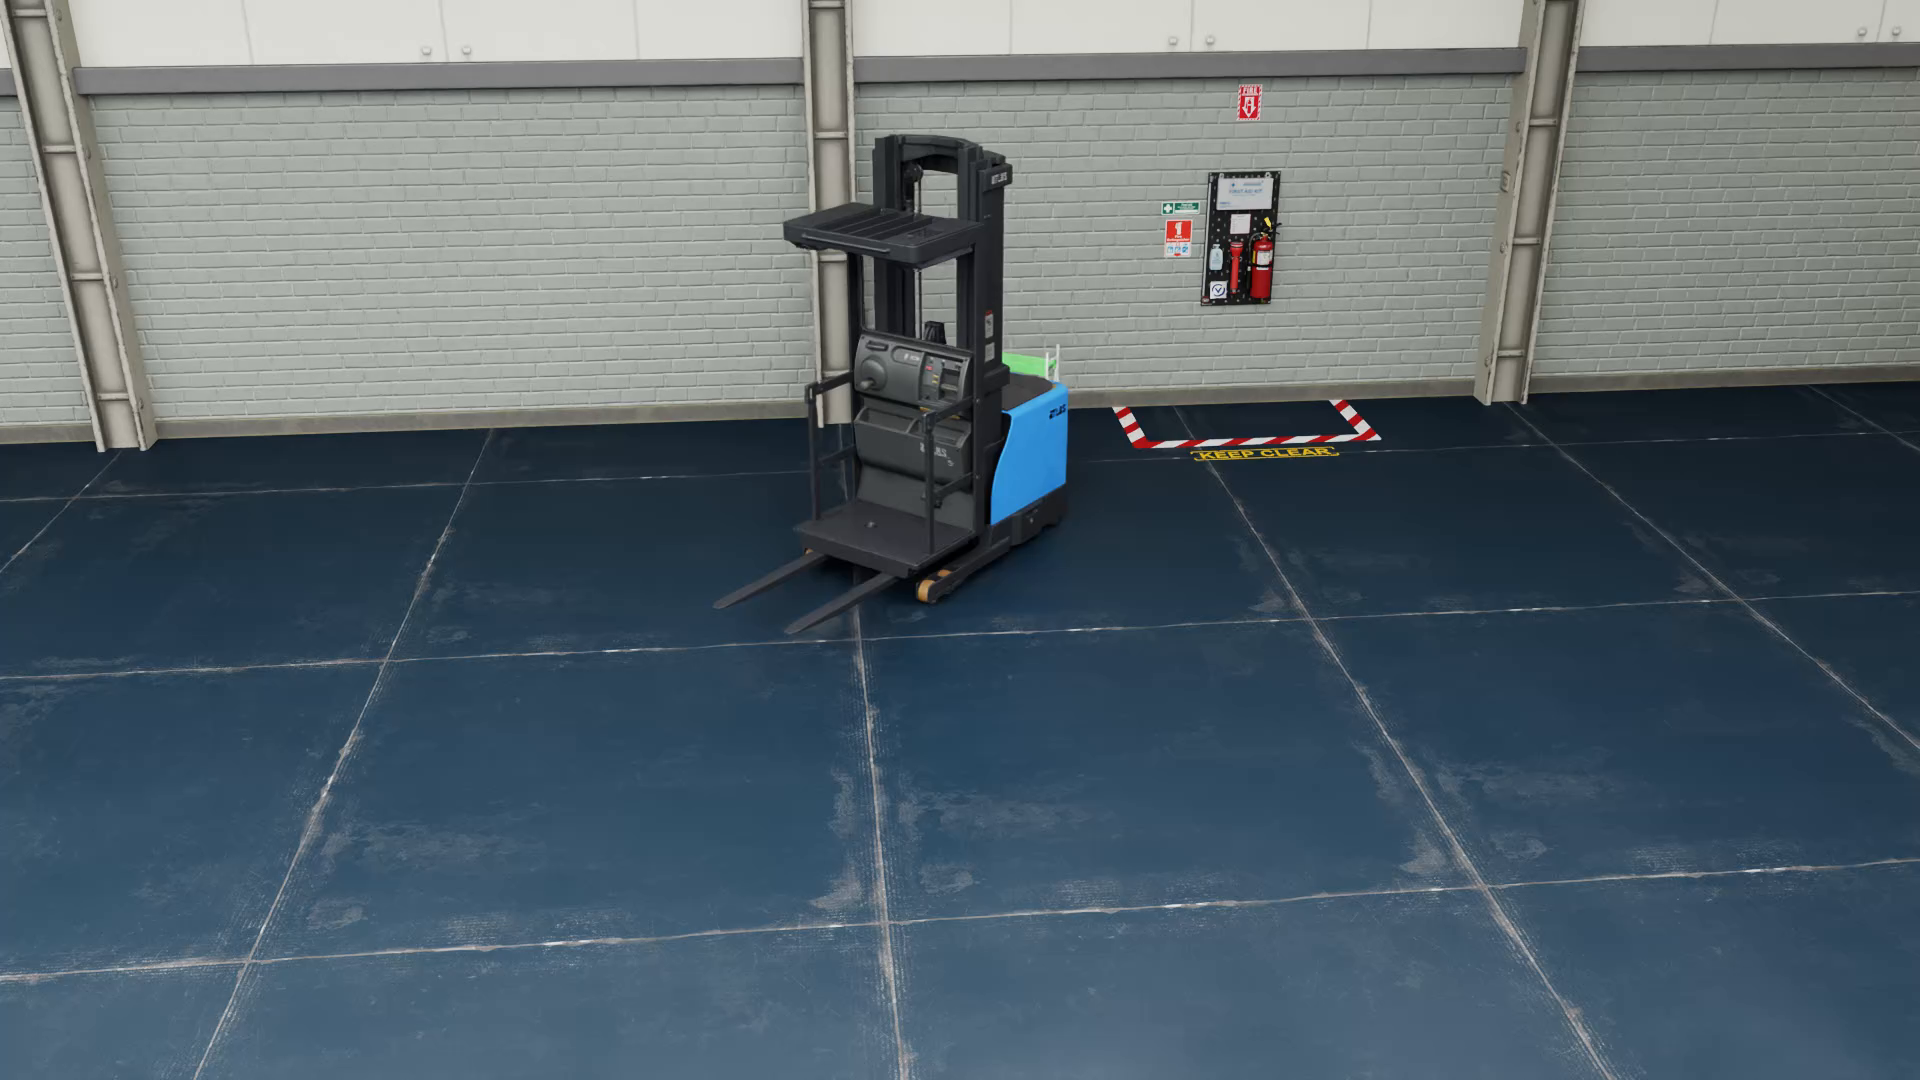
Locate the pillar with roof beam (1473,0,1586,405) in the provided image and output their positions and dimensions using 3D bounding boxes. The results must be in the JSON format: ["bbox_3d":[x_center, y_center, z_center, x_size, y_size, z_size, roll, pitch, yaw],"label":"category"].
[{"bbox_3d":[5.334,-3.657,9.399,0.400,9.000,9.100,-2,24,-5],"label":"pillar with roof beam"}]

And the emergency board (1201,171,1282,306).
[{"bbox_3d":[2.448,-2.573,14.345,0.643,1.169,0.194,-2,24,-5],"label":"emergency board"}]

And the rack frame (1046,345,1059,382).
[{"bbox_3d":[0.692,-0.887,12.761,0.015,1.200,0.240,10,25,22],"label":"rack frame"}]

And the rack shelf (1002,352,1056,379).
[{"bbox_3d":[0.475,-1.312,12.693,0.480,0.148,0.258,10,25,22],"label":"rack shelf"}]

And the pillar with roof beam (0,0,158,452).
[{"bbox_3d":[-6.608,-3.178,8.321,0.400,9.000,9.100,-2,24,-5],"label":"pillar with roof beam"}]

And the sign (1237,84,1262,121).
[{"bbox_3d":[2.430,-3.672,13.964,0.199,0.298,0.001,-2,24,-5],"label":"sign"}]

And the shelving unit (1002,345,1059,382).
[{"bbox_3d":[0.470,-0.928,12.853,0.503,1.200,0.258,10,25,22],"label":"shelving unit"}]

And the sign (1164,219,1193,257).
[{"bbox_3d":[1.888,-2.609,14.382,0.234,0.329,0.001,-2,24,-5],"label":"sign"}]

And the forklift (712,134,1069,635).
[{"bbox_3d":[-0.451,-1.128,11.179,1.130,2.935,3.031,16,29,32],"label":"forklift"}]

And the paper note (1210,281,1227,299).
[{"bbox_3d":[2.265,-2.191,14.571,0.142,0.148,0.016,-2,24,-5],"label":"paper note"}]

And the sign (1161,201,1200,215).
[{"bbox_3d":[1.893,-2.847,14.267,0.331,0.109,0.001,-2,24,-5],"label":"sign"}]

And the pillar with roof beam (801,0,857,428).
[{"bbox_3d":[-0.637,-3.418,8.860,0.400,9.000,9.100,-2,24,-5],"label":"pillar with roof beam"}]
